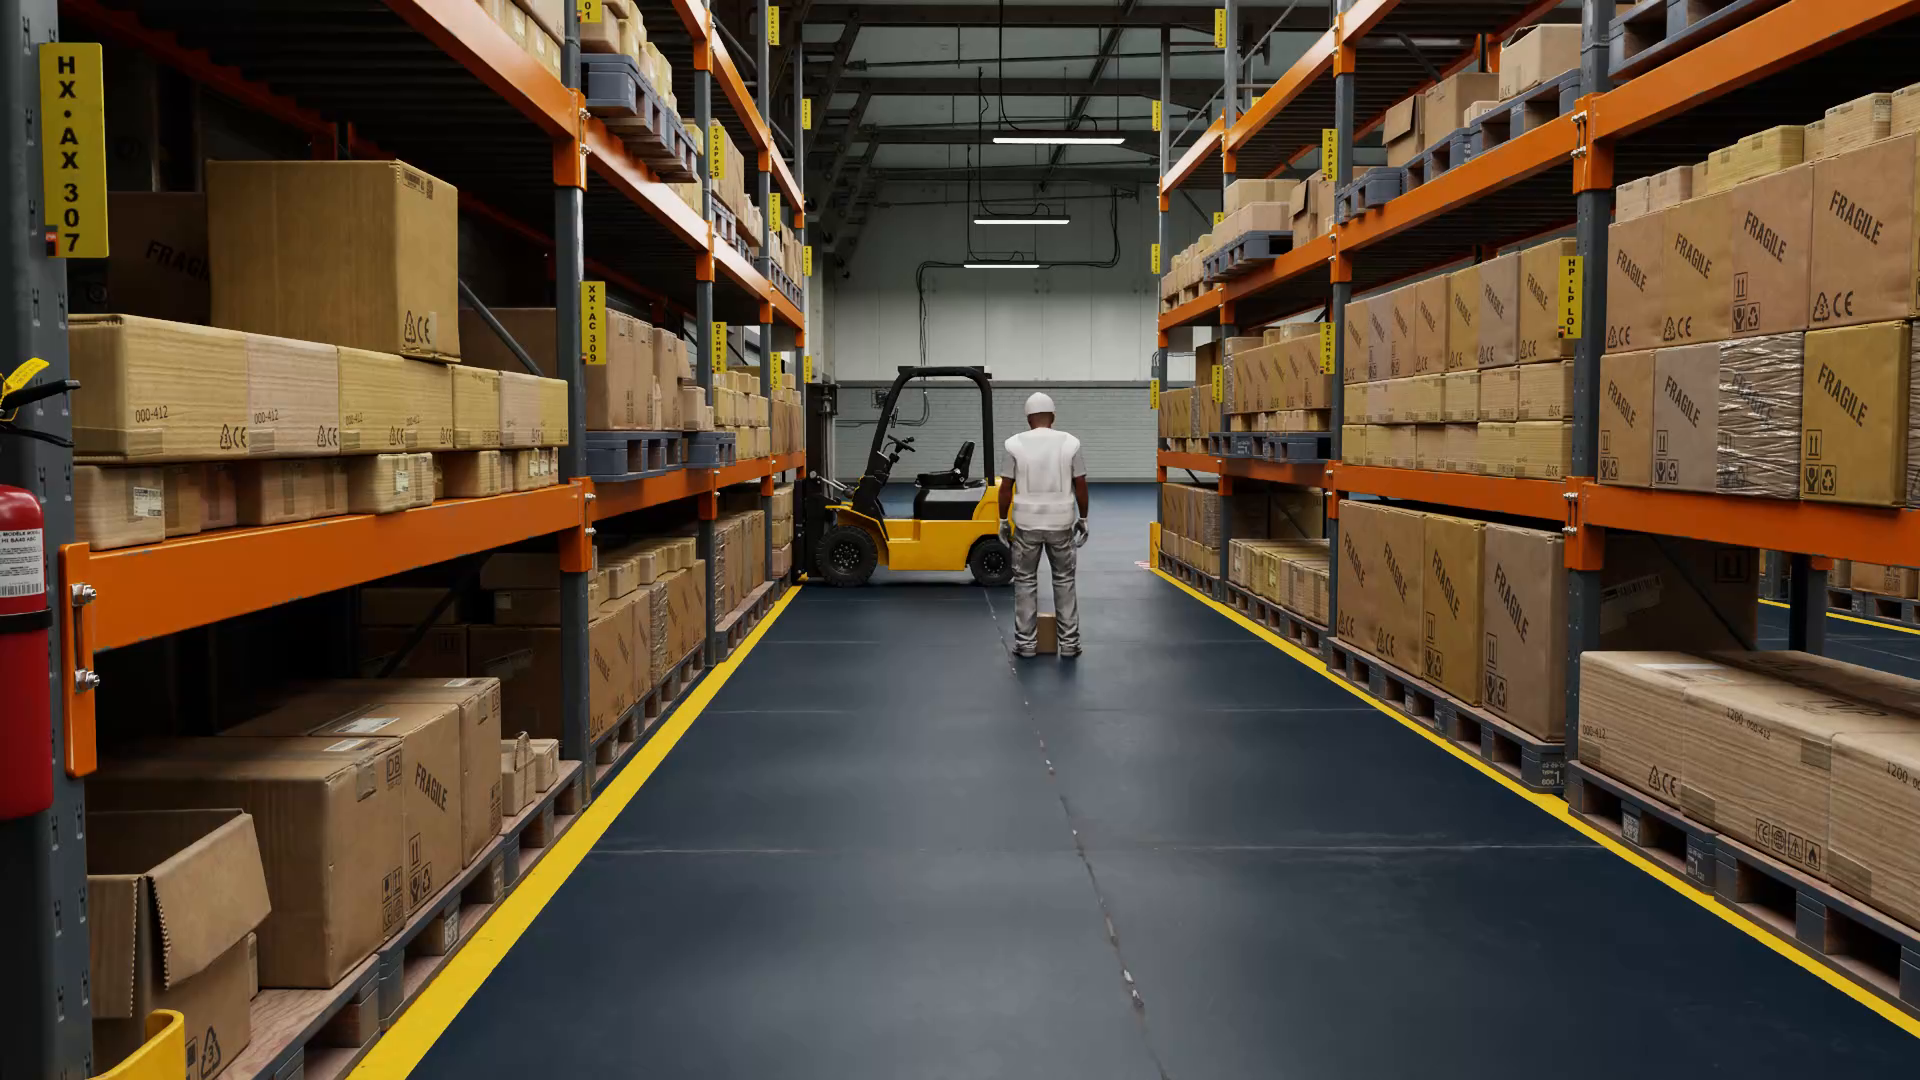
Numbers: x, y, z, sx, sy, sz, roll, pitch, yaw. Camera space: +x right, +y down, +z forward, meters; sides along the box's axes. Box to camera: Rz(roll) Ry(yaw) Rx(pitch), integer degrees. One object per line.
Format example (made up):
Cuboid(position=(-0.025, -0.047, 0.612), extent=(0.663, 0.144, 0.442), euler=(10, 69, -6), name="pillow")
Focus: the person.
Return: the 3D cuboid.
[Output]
Cuboid(position=(0.564, -0.103, 11.205), extent=(0.615, 1.772, 0.451), euler=(0, 4, -2), name="person")
